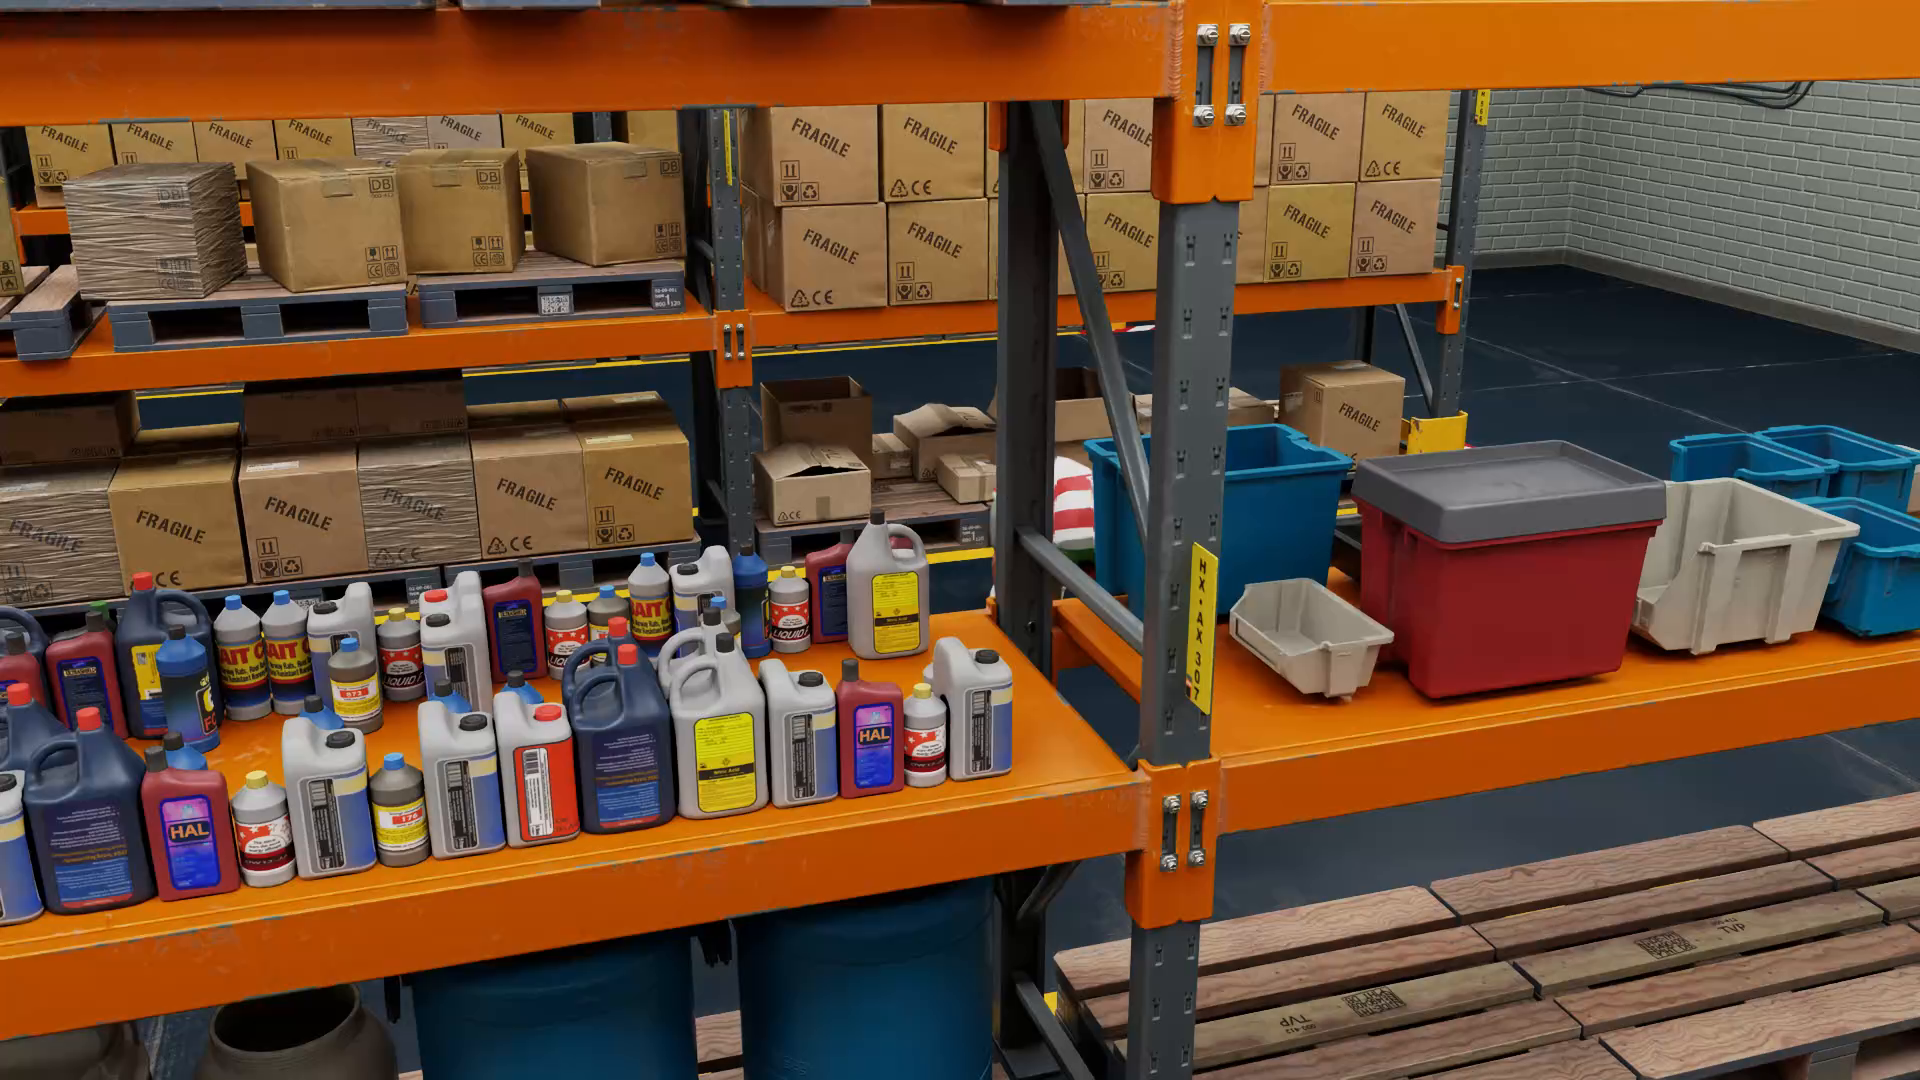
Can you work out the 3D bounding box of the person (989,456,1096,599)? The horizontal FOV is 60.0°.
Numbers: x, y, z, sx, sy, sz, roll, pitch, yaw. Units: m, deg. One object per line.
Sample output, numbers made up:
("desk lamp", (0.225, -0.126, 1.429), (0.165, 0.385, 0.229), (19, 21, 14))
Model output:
("person", (0.425, 0.033, 7.497), (0.520, 0.819, 0.965), (-7, 20, -19))
